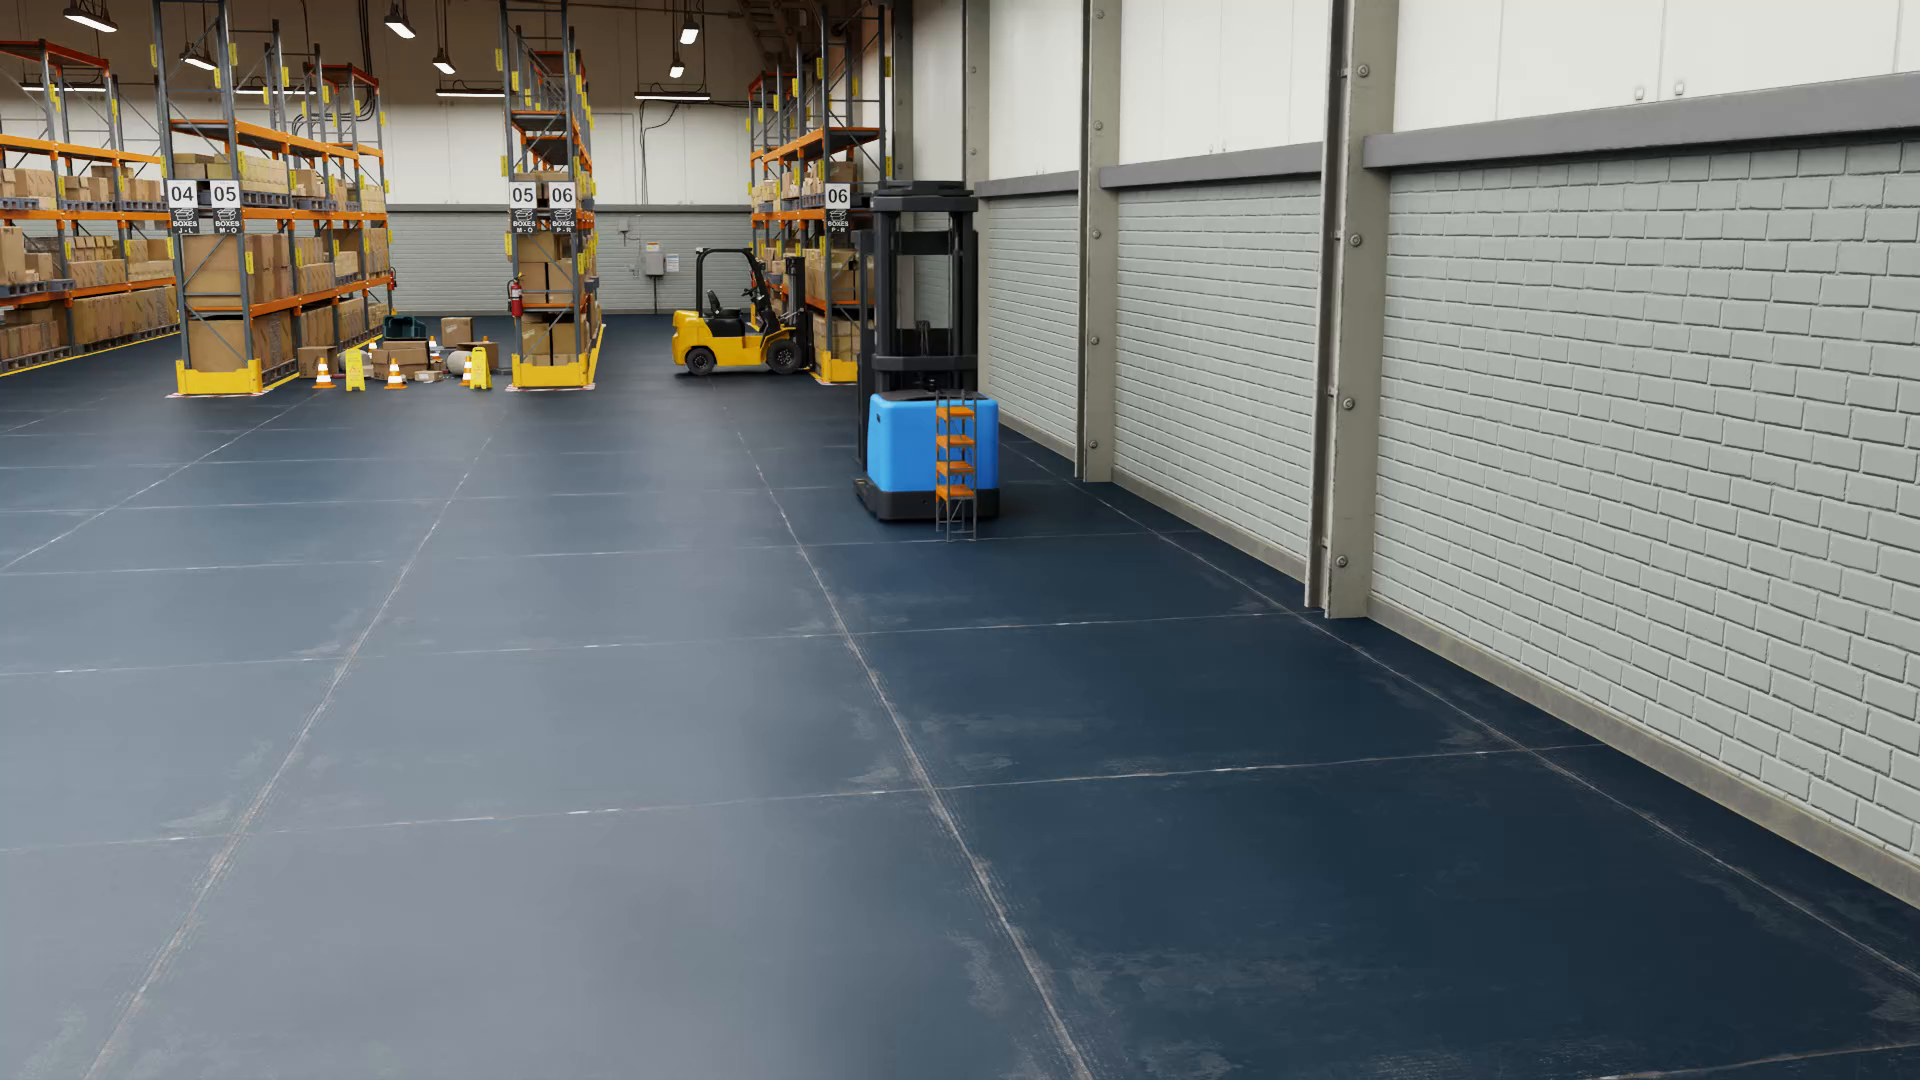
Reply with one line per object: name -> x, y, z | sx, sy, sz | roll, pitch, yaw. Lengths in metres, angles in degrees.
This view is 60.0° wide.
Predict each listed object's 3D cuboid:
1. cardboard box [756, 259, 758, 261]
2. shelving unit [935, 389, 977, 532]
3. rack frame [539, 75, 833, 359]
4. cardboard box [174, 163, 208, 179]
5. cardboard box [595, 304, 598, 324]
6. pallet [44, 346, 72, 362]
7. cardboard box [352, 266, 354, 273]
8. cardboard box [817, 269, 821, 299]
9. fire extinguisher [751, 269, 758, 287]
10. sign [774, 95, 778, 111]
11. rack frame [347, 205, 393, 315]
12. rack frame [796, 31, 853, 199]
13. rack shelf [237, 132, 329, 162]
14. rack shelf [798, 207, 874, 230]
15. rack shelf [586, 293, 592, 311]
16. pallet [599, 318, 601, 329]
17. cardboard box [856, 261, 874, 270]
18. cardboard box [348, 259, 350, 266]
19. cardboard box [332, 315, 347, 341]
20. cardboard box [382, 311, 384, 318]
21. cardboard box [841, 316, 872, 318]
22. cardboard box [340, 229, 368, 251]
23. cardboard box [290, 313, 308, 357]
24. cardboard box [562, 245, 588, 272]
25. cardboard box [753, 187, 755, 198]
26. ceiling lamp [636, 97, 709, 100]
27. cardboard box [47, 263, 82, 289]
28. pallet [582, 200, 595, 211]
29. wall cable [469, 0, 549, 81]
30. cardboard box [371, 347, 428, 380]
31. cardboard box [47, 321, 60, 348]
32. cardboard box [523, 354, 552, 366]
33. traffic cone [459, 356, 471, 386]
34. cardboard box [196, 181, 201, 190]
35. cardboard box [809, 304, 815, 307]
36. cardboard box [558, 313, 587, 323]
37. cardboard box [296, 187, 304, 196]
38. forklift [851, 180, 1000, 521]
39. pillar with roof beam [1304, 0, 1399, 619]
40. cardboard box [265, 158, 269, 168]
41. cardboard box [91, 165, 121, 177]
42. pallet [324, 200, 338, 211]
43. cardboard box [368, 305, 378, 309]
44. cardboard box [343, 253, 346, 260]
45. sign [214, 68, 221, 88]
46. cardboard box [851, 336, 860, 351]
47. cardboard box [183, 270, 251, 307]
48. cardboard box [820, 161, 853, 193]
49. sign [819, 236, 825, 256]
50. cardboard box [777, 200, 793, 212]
cardboard box -> -4.798, -6.866, 41.356 | 0.500, 0.250, 0.500 | -2, 11, -12
shelving unit -> -0.033, -0.621, 13.749 | 0.258, 1.200, 0.492 | -2, 11, -11
rack frame -> -5.311, -6.621, 32.439 | 5.964, 6.000, 12.123 | -2, 11, -11
cardboard box -> -11.784, -5.639, 25.494 | 0.500, 0.250, 0.500 | -2, 11, -10
cardboard box -> -9.104, -5.388, 39.714 | 0.875, 0.438, 0.875 | -2, 11, -13
pallet -> -17.705, -3.550, 31.785 | 1.003, 0.211, 1.213 | -2, 11, -11
cardboard box -> -13.379, -5.883, 36.131 | 0.380, 0.149, 0.250 | -2, 11, -11
cardboard box -> -2.156, -4.363, 28.330 | 0.500, 0.500, 0.500 | -2, 11, -9
fire extinguisher -> -5.304, -6.861, 42.927 | 0.296, 0.674, 0.183 | -2, 11, -11
sign -> -3.797, -9.028, 34.354 | 0.100, 0.325, 0.005 | -2, 11, -11
rack frame -> -14.526, -6.693, 40.837 | 1.000, 3.000, 0.127 | -2, 11, -11
rack frame -> -2.488, -7.819, 30.707 | 1.000, 3.000, 0.127 | -2, 11, -11
rack shelf -> -12.581, -7.256, 30.744 | 1.077, 0.370, 4.000 | -2, 11, -11
rack shelf -> -2.099, -5.625, 29.128 | 1.077, 0.370, 4.000 | -2, 11, -11
rack shelf -> -7.746, -4.704, 32.311 | 1.077, 0.370, 4.000 | -2, 11, -11
pallet -> -9.458, -5.377, 41.385 | 1.003, 0.211, 1.213 | -2, 11, -11
cardboard box -> -1.522, -4.577, 27.720 | 0.380, 0.149, 0.250 | -2, 11, -12
cardboard box -> -13.273, -5.931, 35.586 | 0.380, 0.149, 0.250 | -3, 11, -14
cardboard box -> -12.858, -4.343, 34.053 | 0.500, 0.500, 0.500 | -3, 11, -13
cardboard box -> -13.928, -5.368, 39.585 | 0.380, 0.149, 0.250 | -2, 11, -10
cardboard box -> -1.806, -3.763, 29.002 | 0.500, 0.250, 0.500 | -2, 11, -11
cardboard box -> -13.597, -6.737, 37.333 | 0.500, 0.500, 0.500 | -2, 11, -10
cardboard box -> -12.401, -3.703, 30.025 | 1.050, 0.750, 0.750 | -2, 11, -11
cardboard box -> -7.264, -5.280, 31.229 | 0.500, 0.500, 0.500 | -2, 11, -11
cardboard box -> -4.902, -8.679, 41.521 | 0.500, 0.250, 0.500 | -2, 11, -11
ceiling lamp -> -7.676, -11.796, 44.400 | 1.941, 0.041, 0.237 | -2, 11, -11
cardboard box -> -17.683, -5.212, 32.788 | 0.500, 0.500, 0.500 | -2, 11, -9
pallet -> -7.577, -6.379, 31.668 | 1.213, 0.211, 1.003 | -2, 11, -11
wall cable -> -12.591, -13.762, 45.887 | 2.355, 3.000, 0.029 | -2, 11, -11
cardboard box -> -9.404, -2.960, 27.904 | 0.637, 0.503, 0.797 | 9, 14, 38
cardboard box -> -17.705, -3.930, 31.828 | 0.700, 0.500, 0.500 | -3, 11, -14
cardboard box -> -7.004, -2.955, 27.430 | 0.500, 0.250, 0.500 | -2, 11, -11
traffic cone -> -7.928, -2.742, 26.867 | 0.336, 0.463, 0.334 | -2, 11, -11
cardboard box -> -11.812, -5.412, 25.369 | 0.380, 0.149, 0.250 | -2, 11, -11
cardboard box -> -3.062, -5.009, 35.819 | 0.380, 0.149, 0.250 | -2, 11, -8
cardboard box -> -6.978, -3.815, 29.945 | 0.500, 0.500, 0.500 | -2, 11, -12
cardboard box -> -12.210, -6.364, 30.368 | 0.380, 0.149, 0.250 | -2, 11, -11
forklift -> -0.419, -1.835, 15.500 | 1.130, 2.935, 3.031 | -2, 11, -10
pillar with roof beam -> -1.684, -3.788, 9.529 | 9.100, 9.000, 0.400 | -2, 11, -11
cardboard box -> -11.513, -6.155, 27.138 | 0.380, 0.149, 0.250 | -2, 11, -10
cardboard box -> -18.810, -8.116, 36.631 | 0.500, 0.250, 0.500 | -3, 11, -15
pallet -> -12.793, -6.490, 32.255 | 1.213, 0.211, 1.003 | -2, 11, -8
cardboard box -> -13.970, -5.462, 39.283 | 0.399, 0.149, 0.280 | -2, 11, -8
cardboard box -> -13.172, -5.979, 35.046 | 0.380, 0.149, 0.250 | -2, 11, -12
sign -> -12.722, -7.915, 28.502 | 0.100, 0.325, 0.005 | -2, 11, -11
cardboard box -> -1.598, -3.333, 28.078 | 0.500, 0.250, 0.500 | -2, 11, -10
cardboard box -> -11.531, -3.898, 25.754 | 0.875, 0.550, 0.550 | -2, 11, -11
cardboard box -> -2.036, -5.988, 27.456 | 0.500, 0.500, 0.500 | -2, 11, -9
sign -> -2.245, -4.806, 27.193 | 0.100, 0.325, 0.005 | -2, 11, -11
cardboard box -> -3.604, -7.090, 35.305 | 0.500, 0.250, 0.500 | -2, 11, -13
